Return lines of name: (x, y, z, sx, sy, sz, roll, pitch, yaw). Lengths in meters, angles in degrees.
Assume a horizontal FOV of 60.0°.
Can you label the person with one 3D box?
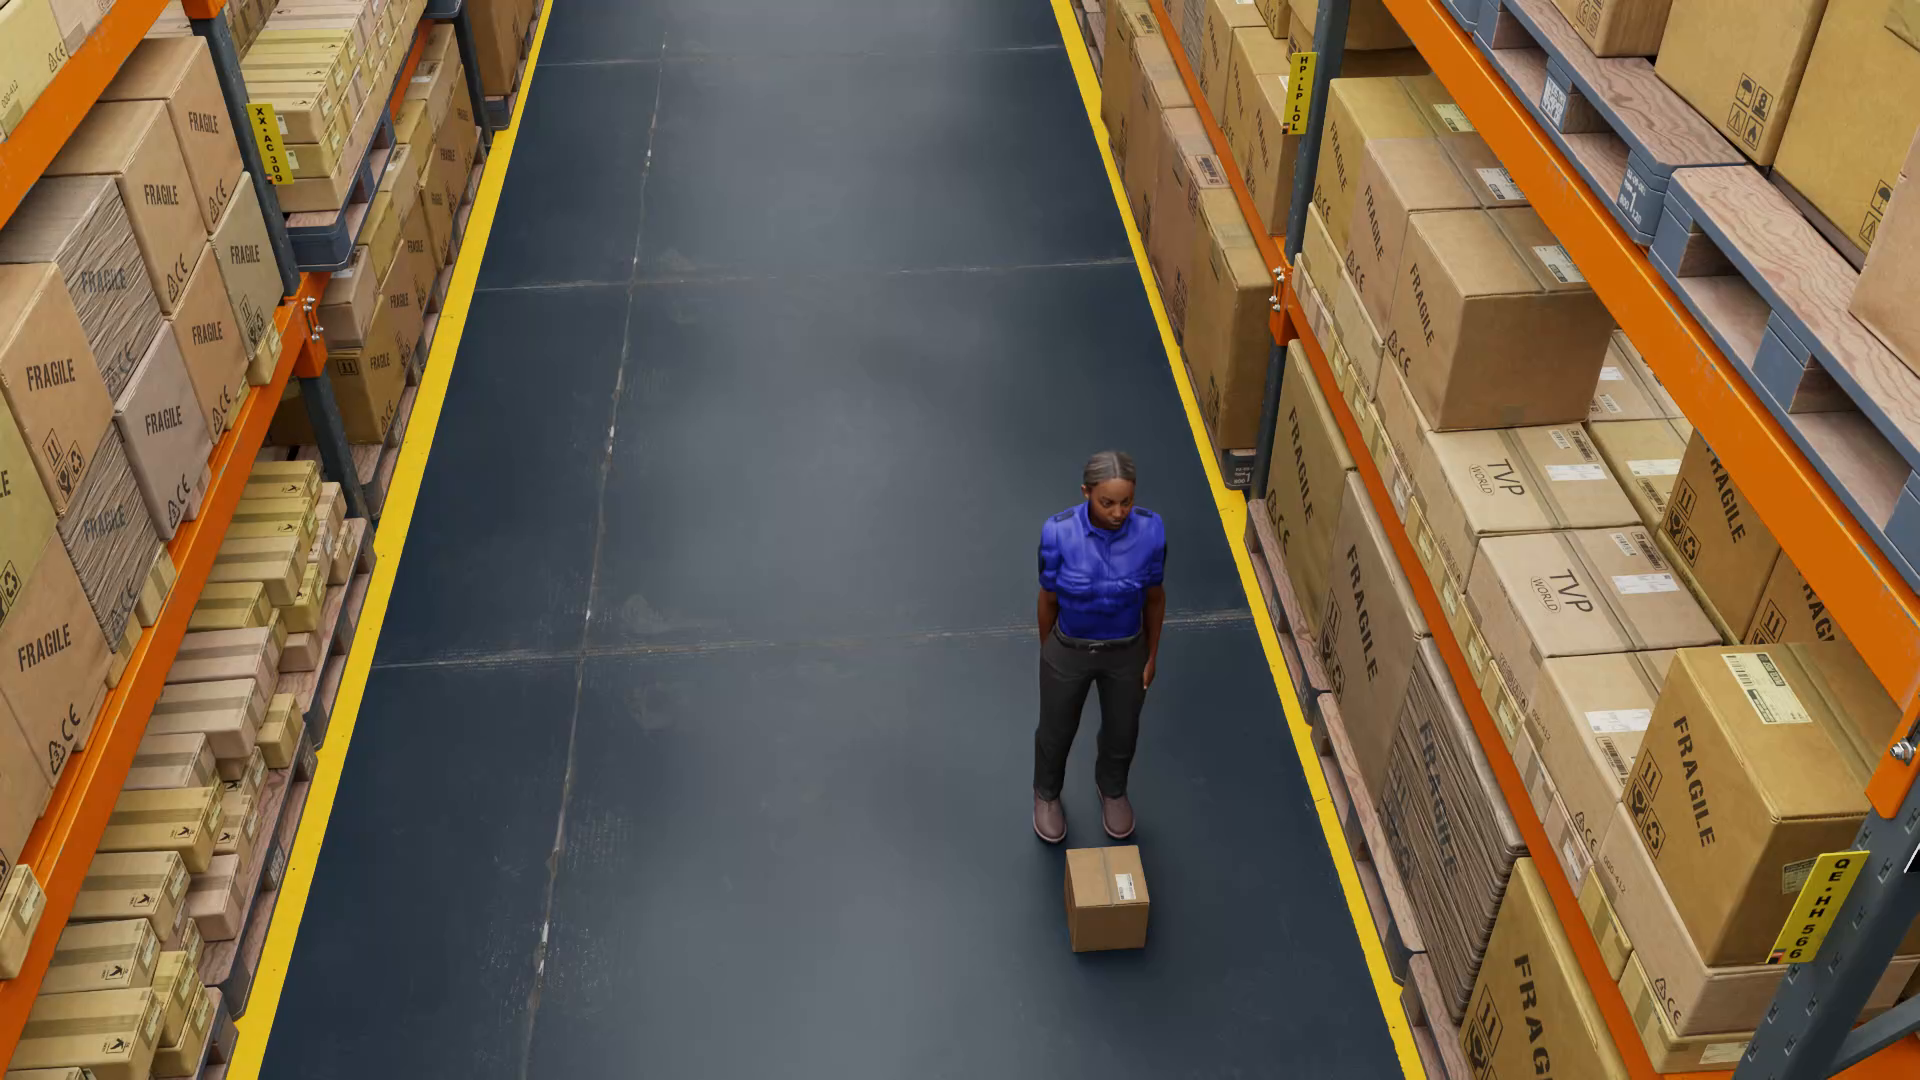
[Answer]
person: (0.474, 0.380, 5.697, 0.435, 1.656, 0.302, -2, 39, -3)
